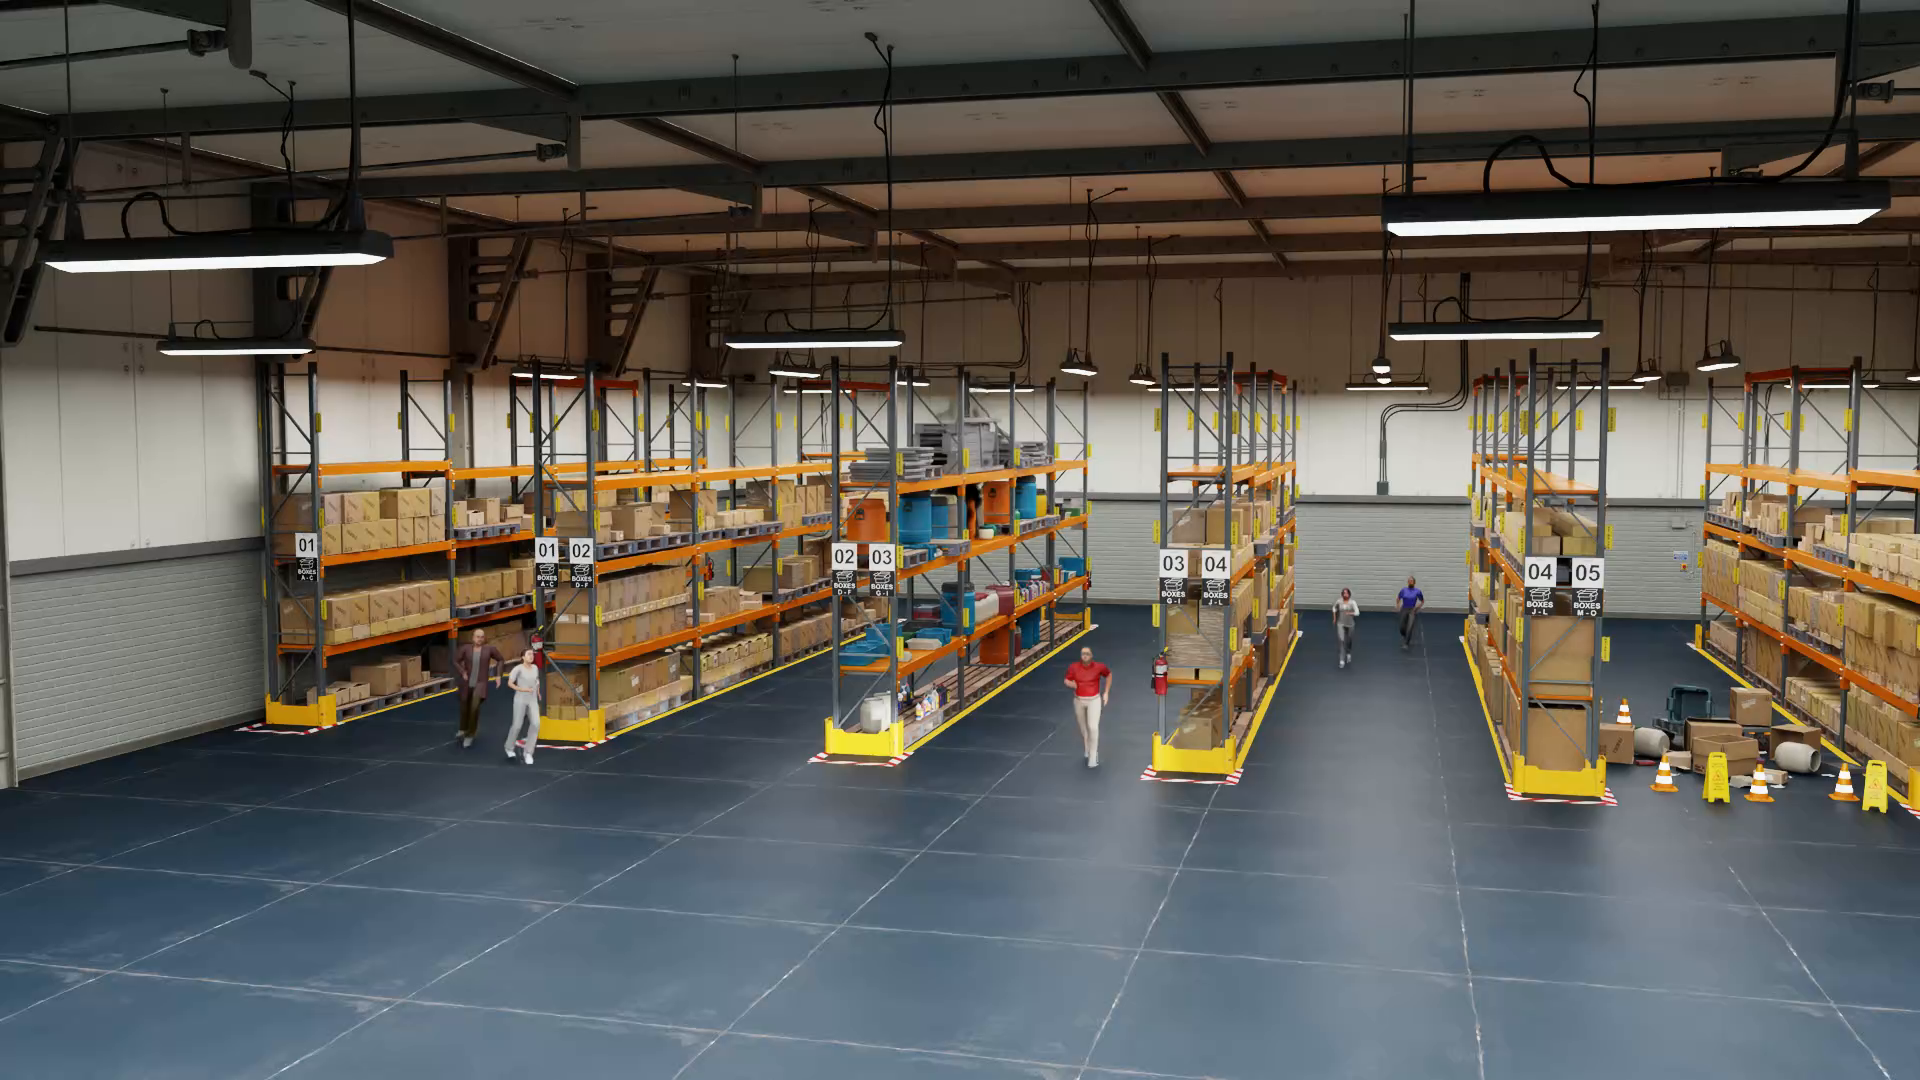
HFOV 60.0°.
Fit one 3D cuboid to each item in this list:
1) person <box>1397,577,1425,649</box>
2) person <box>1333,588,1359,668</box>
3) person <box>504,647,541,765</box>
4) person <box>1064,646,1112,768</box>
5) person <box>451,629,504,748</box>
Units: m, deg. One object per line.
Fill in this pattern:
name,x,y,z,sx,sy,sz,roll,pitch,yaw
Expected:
person,9.983,1.611,36.865,0.605,1.604,0.523,2,4,25
person,7.908,1.773,34.136,0.512,1.597,0.883,1,4,15
person,-6.431,2.427,24.649,0.581,1.683,0.785,-3,5,-41
person,1.875,2.439,24.515,0.672,1.779,0.833,1,4,17
person,-7.546,2.298,26.007,0.768,1.824,0.801,0,4,-7
